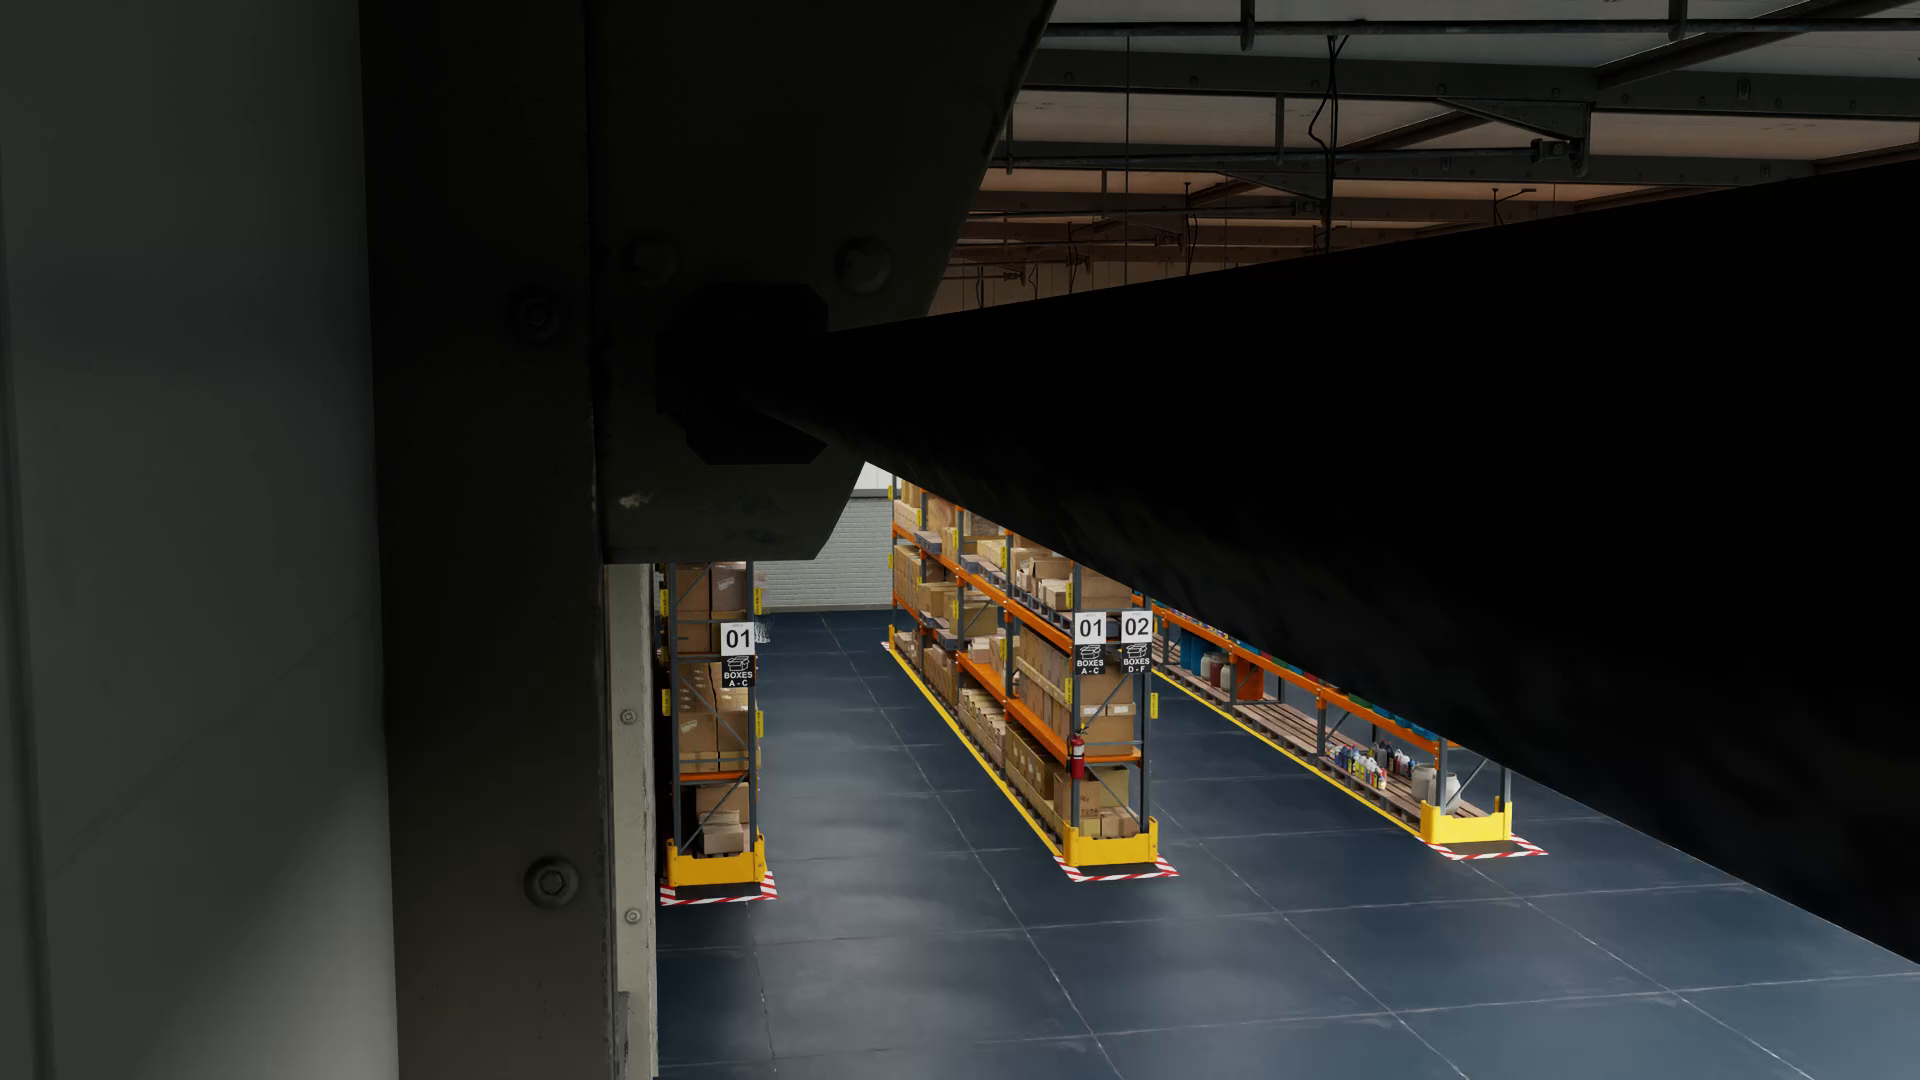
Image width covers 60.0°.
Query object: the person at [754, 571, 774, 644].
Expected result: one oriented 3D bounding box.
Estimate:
[{"bbox_3d":[-4.418,1.526,37.297,0.445,1.592,0.437,-1,6,-12],"label":"person"}]
